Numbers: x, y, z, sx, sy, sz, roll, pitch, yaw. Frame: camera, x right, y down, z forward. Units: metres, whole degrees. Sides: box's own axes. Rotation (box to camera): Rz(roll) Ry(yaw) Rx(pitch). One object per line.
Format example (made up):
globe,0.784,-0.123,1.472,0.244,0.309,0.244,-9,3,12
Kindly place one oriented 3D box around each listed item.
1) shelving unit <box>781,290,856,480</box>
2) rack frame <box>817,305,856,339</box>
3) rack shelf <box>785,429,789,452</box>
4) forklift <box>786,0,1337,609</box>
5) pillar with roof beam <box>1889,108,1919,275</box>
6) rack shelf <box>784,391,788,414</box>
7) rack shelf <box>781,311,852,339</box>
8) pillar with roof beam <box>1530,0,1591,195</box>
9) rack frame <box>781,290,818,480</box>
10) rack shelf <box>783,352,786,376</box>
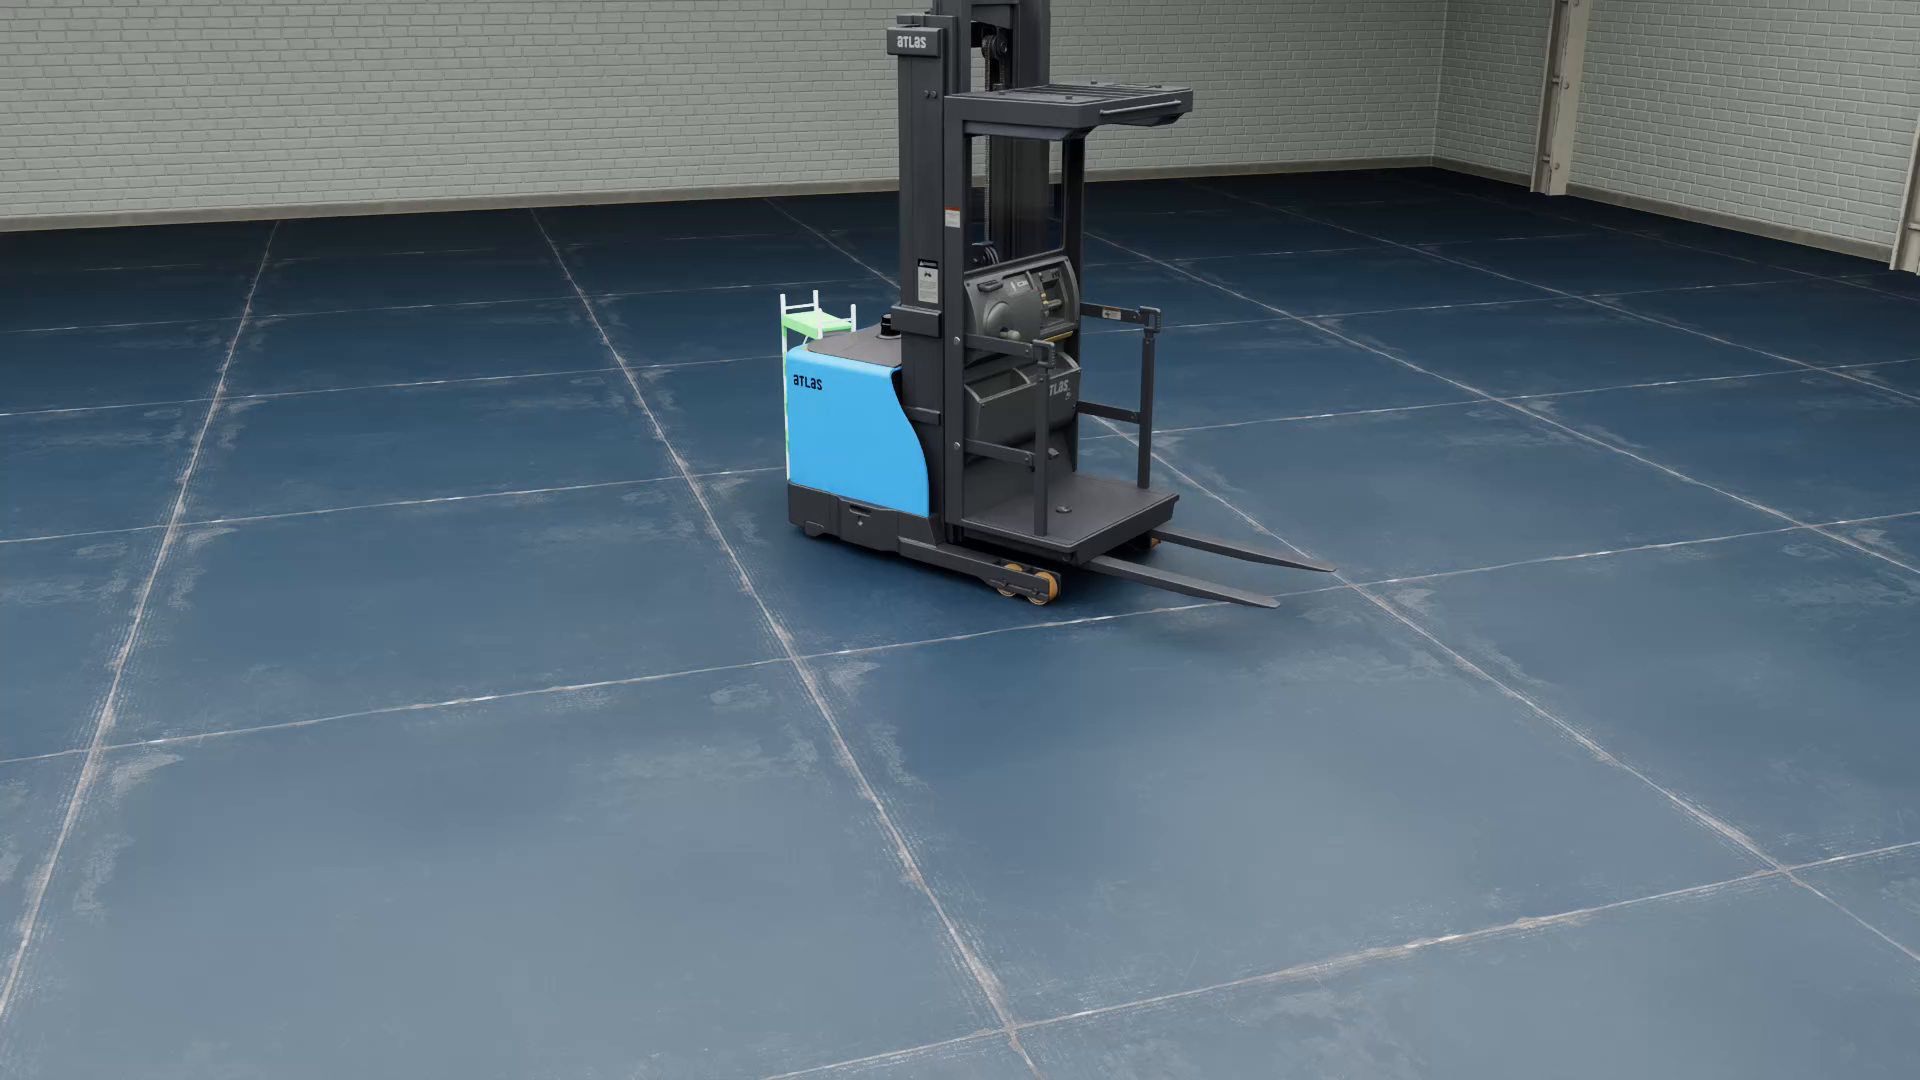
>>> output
shelving unit,-0.842,-0.854,10.020,0.258,1.200,0.503,-12,23,-29
rack frame,-0.715,-0.784,9.823,0.240,1.200,0.015,-12,23,-29
rack shelf,-0.842,-0.568,10.122,0.258,0.148,0.480,-12,23,-29
forklift,0.497,-1.251,8.562,3.031,2.935,1.130,15,24,35
pillar with roof beam,5.754,-6.544,14.324,9.100,9.000,0.400,-6,21,-17
rack shelf,-0.842,-0.794,10.041,0.258,0.148,0.480,-12,23,-29
rack shelf,-0.842,-1.246,9.879,0.258,0.148,0.480,-12,23,-29
pillar with roof beam,3.868,-8.469,19.684,9.100,9.000,0.400,-6,21,-17
rack frame,-0.968,-0.925,10.216,0.240,1.200,0.015,-12,23,-29
rack shelf,-0.842,-1.020,9.960,0.258,0.148,0.480,-12,23,-29
